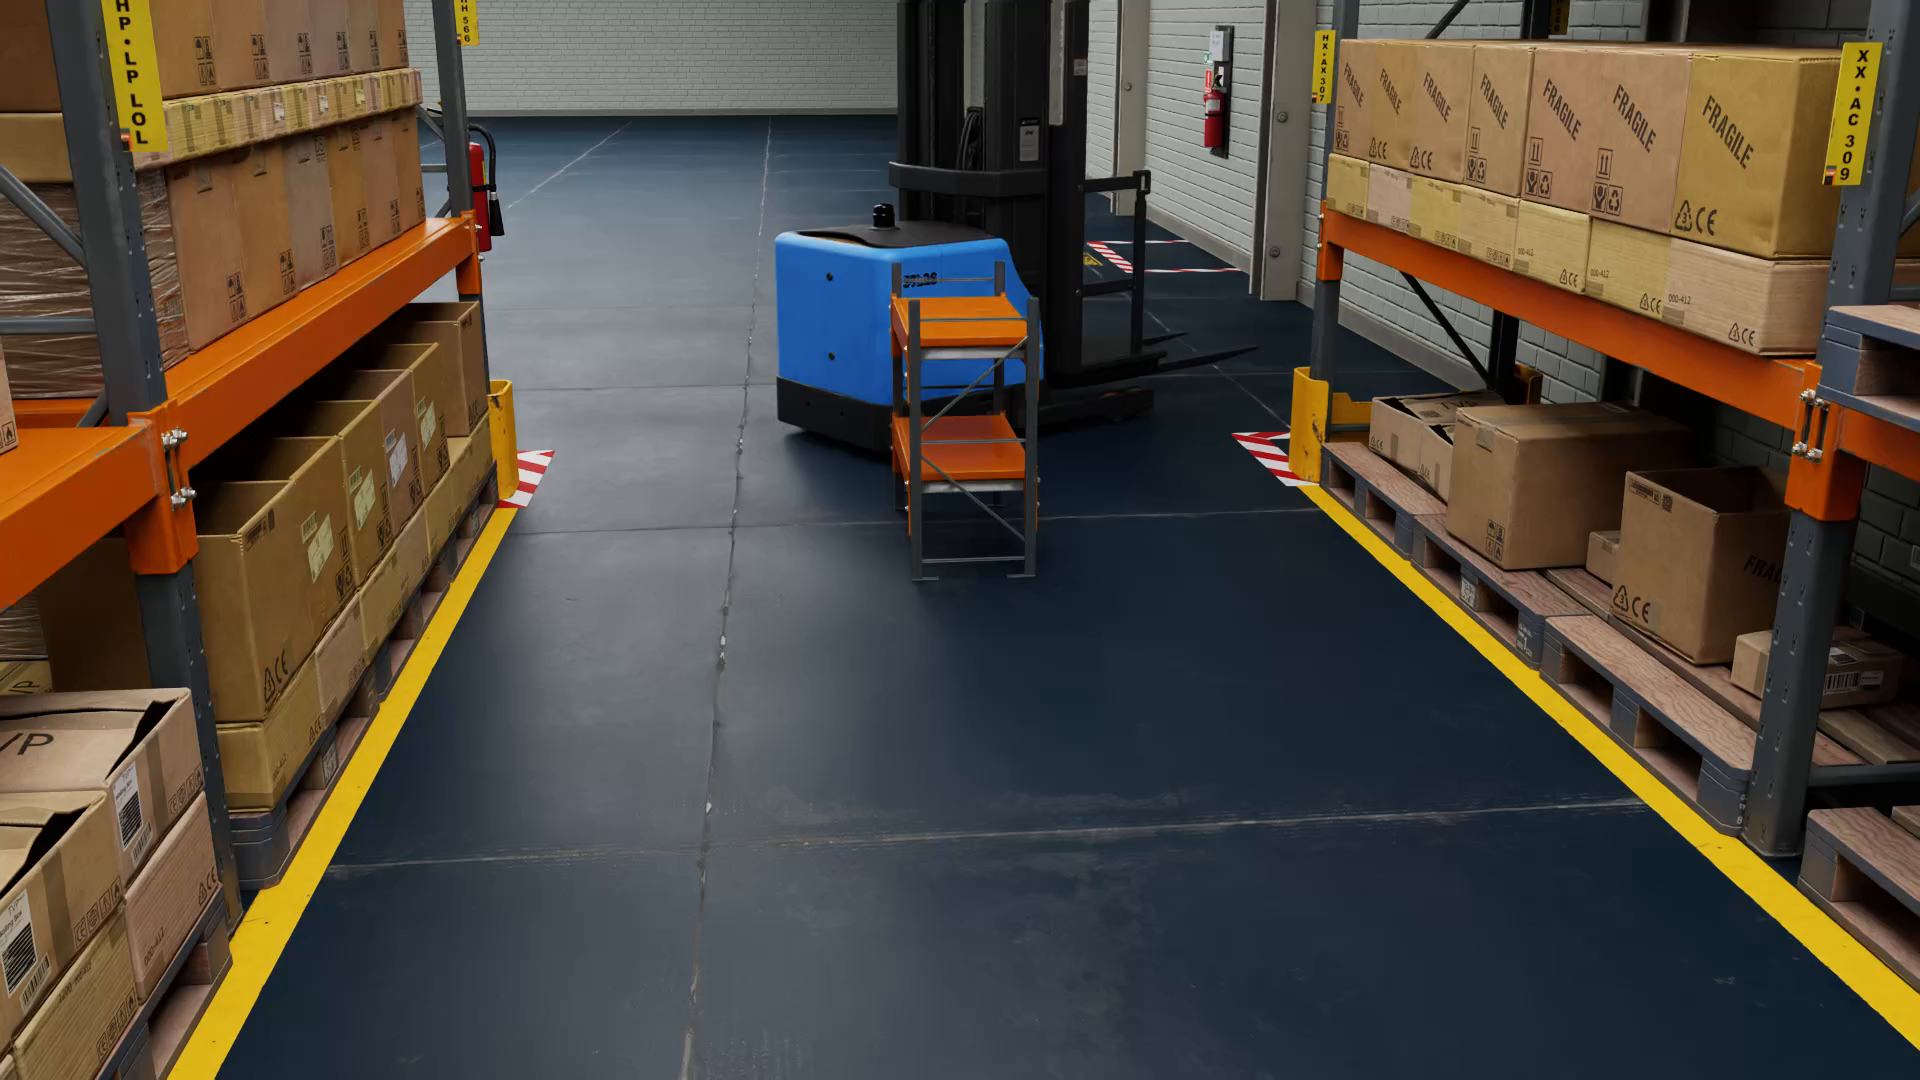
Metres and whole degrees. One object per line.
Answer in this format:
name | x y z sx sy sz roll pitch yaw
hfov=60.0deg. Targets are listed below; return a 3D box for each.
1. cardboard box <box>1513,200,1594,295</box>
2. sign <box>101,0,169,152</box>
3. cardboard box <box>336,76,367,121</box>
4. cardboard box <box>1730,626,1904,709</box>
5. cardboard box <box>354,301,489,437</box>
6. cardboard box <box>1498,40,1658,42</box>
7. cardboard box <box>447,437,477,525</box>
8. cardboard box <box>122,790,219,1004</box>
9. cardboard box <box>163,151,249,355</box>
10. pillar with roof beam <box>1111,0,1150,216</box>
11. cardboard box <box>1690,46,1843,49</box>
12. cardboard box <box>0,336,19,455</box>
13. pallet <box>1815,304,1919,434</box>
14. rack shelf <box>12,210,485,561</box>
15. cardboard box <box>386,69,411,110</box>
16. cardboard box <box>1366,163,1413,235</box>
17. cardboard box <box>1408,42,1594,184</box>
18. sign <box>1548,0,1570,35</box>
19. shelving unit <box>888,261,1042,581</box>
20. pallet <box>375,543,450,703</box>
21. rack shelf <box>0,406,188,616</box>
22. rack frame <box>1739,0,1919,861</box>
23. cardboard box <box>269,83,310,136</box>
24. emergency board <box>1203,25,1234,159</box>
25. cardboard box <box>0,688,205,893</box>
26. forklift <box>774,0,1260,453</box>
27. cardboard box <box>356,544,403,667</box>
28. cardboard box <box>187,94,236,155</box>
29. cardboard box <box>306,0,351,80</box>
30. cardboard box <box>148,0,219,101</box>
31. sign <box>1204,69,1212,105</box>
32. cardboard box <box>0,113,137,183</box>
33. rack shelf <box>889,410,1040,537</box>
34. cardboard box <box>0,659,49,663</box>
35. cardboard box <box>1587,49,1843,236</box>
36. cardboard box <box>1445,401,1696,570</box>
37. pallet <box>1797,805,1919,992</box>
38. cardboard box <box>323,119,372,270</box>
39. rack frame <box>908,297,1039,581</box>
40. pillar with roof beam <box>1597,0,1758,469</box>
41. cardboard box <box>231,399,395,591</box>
cardboard box | 2.181 -0.975 5.492 0.500 0.250 0.500 -2 18 -6
sign | -1.746 -0.987 3.513 0.100 0.325 0.005 -2 18 -6
cardboard box | -2.363 -1.587 5.973 0.380 0.149 0.250 -1 17 -4
cardboard box | 2.557 0.376 4.966 0.380 0.166 0.250 -4 18 -13
cardboard box | -2.346 -0.740 7.165 0.500 0.500 0.500 -2 18 -6
cardboard box | 2.531 -1.811 6.901 0.500 0.500 0.500 -2 17 -5
cardboard box | -2.285 -0.234 6.804 0.500 0.250 0.500 -2 18 -6
cardboard box | -1.954 0.773 3.596 0.500 0.250 0.500 -2 18 -6
cardboard box | -2.398 -0.790 4.518 0.700 0.500 0.500 -2 18 -6
pillar with roof beam | -2.358 -7.922 17.386 9.100 9.000 0.400 -2 18 -6
cardboard box | 2.705 -1.352 5.442 0.500 0.500 0.500 -1 17 -4
cardboard box | -2.191 -0.236 3.172 0.500 0.250 0.500 -1 17 -2
pallet | 2.576 -0.283 3.392 1.003 0.211 1.213 -2 18 -6
rack shelf | -2.492 -0.706 5.618 1.077 0.370 4.000 -2 18 -6
cardboard box | -2.441 -1.816 6.704 0.380 0.149 0.250 -1 17 -4
cardboard box | 2.031 -1.427 6.933 0.500 0.250 0.500 -2 18 -7
cardboard box | 2.067 -1.641 6.363 0.500 0.500 0.500 -2 18 -7
sign | 2.783 -2.513 7.714 0.100 0.325 0.005 -2 18 -6
shelving unit | 0.001 -0.535 7.002 0.538 1.125 1.048 -2 18 -6
pallet | -2.455 0.275 5.949 1.003 0.211 1.213 -2 18 -6
rack shelf | -2.079 0.486 1.822 1.077 0.370 4.000 -2 18 -6
rack frame | 2.642 -0.607 4.103 1.000 3.000 0.127 -2 18 -6
cardboard box | -2.284 -1.358 5.244 0.380 0.149 0.250 -2 18 -6
emergency board | 2.326 -4.142 15.363 0.194 1.169 0.643 -2 18 -6
cardboard box | -1.958 0.503 3.521 0.500 0.311 0.500 -2 18 -6
forklift | 0.466 -2.163 9.175 3.031 2.935 1.130 -14 22 -38
cardboard box | -2.124 0.213 5.381 0.500 0.250 0.500 -2 18 -6
cardboard box | -2.203 -1.126 4.506 0.380 0.149 0.250 -2 18 -6
cardboard box | -2.544 -1.849 5.728 0.700 0.500 0.500 -2 18 -5
cardboard box | -2.391 -1.402 4.303 0.700 0.500 0.500 -2 18 -6
sign | 2.371 -4.327 15.892 0.001 0.329 0.234 -2 18 -6
cardboard box | -2.120 -0.896 3.774 0.380 0.149 0.250 -2 18 -6
rack shelf | 0.001 -0.301 7.075 0.538 0.278 1.000 -2 18 -6
cardboard box | -2.592 0.378 4.855 0.500 0.250 0.500 -2 18 -6
cardboard box | 2.228 -1.183 4.902 0.500 0.500 0.500 -2 18 -6
cardboard box | 2.296 -0.217 6.300 0.700 0.500 0.500 -3 18 -9
pallet | 2.723 0.955 3.782 1.003 0.211 1.213 -2 18 -6
cardboard box | -2.558 -1.249 5.979 0.700 0.500 0.500 -2 18 -5
rack frame | 0.053 -0.383 6.520 0.500 1.125 0.032 -2 18 -6
pillar with roof beam | -1.120 -4.346 5.998 9.100 9.000 0.400 -2 18 -6
cardboard box | -2.125 -0.145 5.269 0.500 0.500 0.500 -2 18 -6
